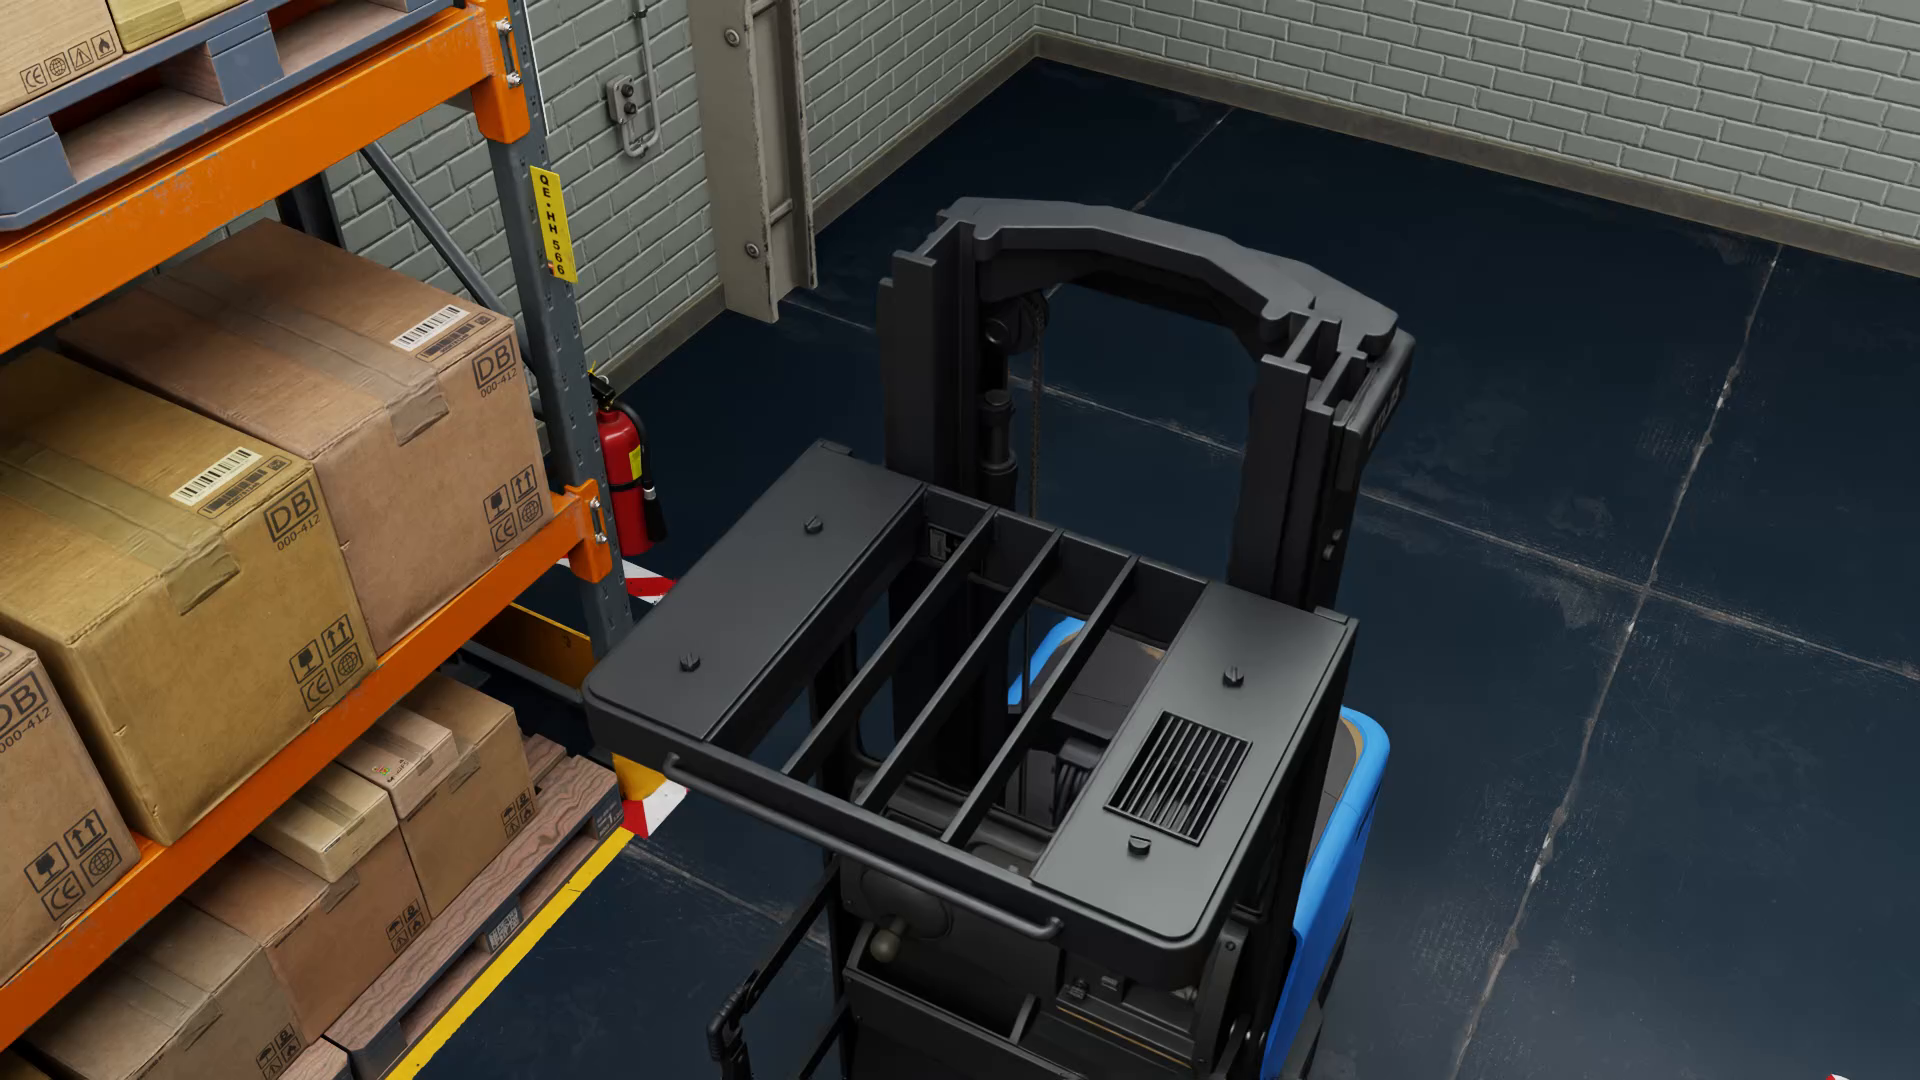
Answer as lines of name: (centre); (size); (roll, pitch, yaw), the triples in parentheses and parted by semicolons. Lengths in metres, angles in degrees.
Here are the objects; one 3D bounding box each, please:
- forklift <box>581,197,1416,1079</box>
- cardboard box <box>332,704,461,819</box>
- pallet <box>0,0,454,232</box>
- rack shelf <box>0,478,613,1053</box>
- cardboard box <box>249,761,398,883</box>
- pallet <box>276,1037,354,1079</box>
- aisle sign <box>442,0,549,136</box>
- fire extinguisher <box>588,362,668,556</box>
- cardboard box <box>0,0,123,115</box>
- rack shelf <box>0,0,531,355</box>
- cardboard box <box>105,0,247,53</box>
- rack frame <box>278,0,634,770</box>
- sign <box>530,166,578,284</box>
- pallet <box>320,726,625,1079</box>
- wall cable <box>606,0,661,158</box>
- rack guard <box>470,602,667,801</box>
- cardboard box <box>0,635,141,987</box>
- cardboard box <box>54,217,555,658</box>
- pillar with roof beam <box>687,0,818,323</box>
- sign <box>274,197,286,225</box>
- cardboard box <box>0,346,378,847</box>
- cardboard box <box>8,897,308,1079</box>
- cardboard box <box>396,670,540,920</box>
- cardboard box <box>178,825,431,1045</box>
forklift: (0.059, 0.917, 3.491); (1.130, 2.935, 3.031); (19, 45, 21)
cardboard box: (-1.699, 0.616, 4.863); (0.380, 0.149, 0.250); (20, 45, 22)
pallet: (-1.891, -1.153, 3.587); (1.003, 0.211, 1.213); (21, 45, 22)
rack shelf: (-2.530, 0.926, 3.973); (1.077, 0.370, 4.000); (21, 45, 22)
cardboard box: (-1.827, 0.763, 4.697); (0.380, 0.149, 0.250); (22, 46, 23)
pallet: (-2.473, 1.737, 4.618); (1.003, 0.211, 1.213); (21, 45, 22)
aisle sign: (-1.233, -1.406, 4.109); (0.394, 0.787, 0.004); (21, 45, 22)
fire extinguisher: (-1.054, -0.253, 5.108); (0.296, 0.674, 0.183); (21, 45, 22)
cardboard box: (-1.925, -0.948, 3.007); (0.500, 0.250, 0.500); (19, 45, 21)
rack shelf: (-2.530, -0.199, 2.981); (1.077, 0.370, 4.000); (21, 45, 22)
cardboard box: (-1.666, -1.246, 3.345); (0.500, 0.250, 0.500); (22, 46, 23)
rack frame: (-1.529, -0.488, 5.035); (1.000, 3.000, 0.127); (21, 45, 22)
sign: (-1.066, -0.824, 4.361); (0.100, 0.325, 0.005); (21, 45, 22)
pallet: (-1.861, 1.042, 5.407); (1.003, 0.211, 1.213); (21, 45, 22)
wall cable: (-1.707, -1.915, 5.886); (0.084, 1.984, 1.851); (21, 45, 22)
rack guard: (-1.517, 0.436, 5.876); (1.175, 0.500, 0.348); (21, 45, 22)
cardboard box: (-2.520, 0.548, 3.631); (0.980, 0.700, 0.700); (19, 45, 20)
cardboard box: (-1.776, -0.305, 4.600); (0.980, 0.700, 0.700); (23, 46, 24)
pillar with roof beam: (2.800, -3.147, 3.514); (9.100, 9.000, 0.400); (21, 45, 22)
sign: (-2.007, -1.030, 4.935); (0.100, 0.325, 0.005); (21, 45, 22)
cardboard box: (-2.130, 0.114, 4.123); (0.980, 0.700, 0.700); (21, 45, 22)
cardboard box: (-2.294, 1.300, 4.577); (0.700, 0.500, 0.500); (19, 45, 21)
cardboard box: (-1.793, 0.726, 5.229); (0.700, 0.500, 0.500); (21, 45, 22)
cardboard box: (-2.043, 1.012, 4.904); (0.700, 0.500, 0.500); (21, 45, 22)
